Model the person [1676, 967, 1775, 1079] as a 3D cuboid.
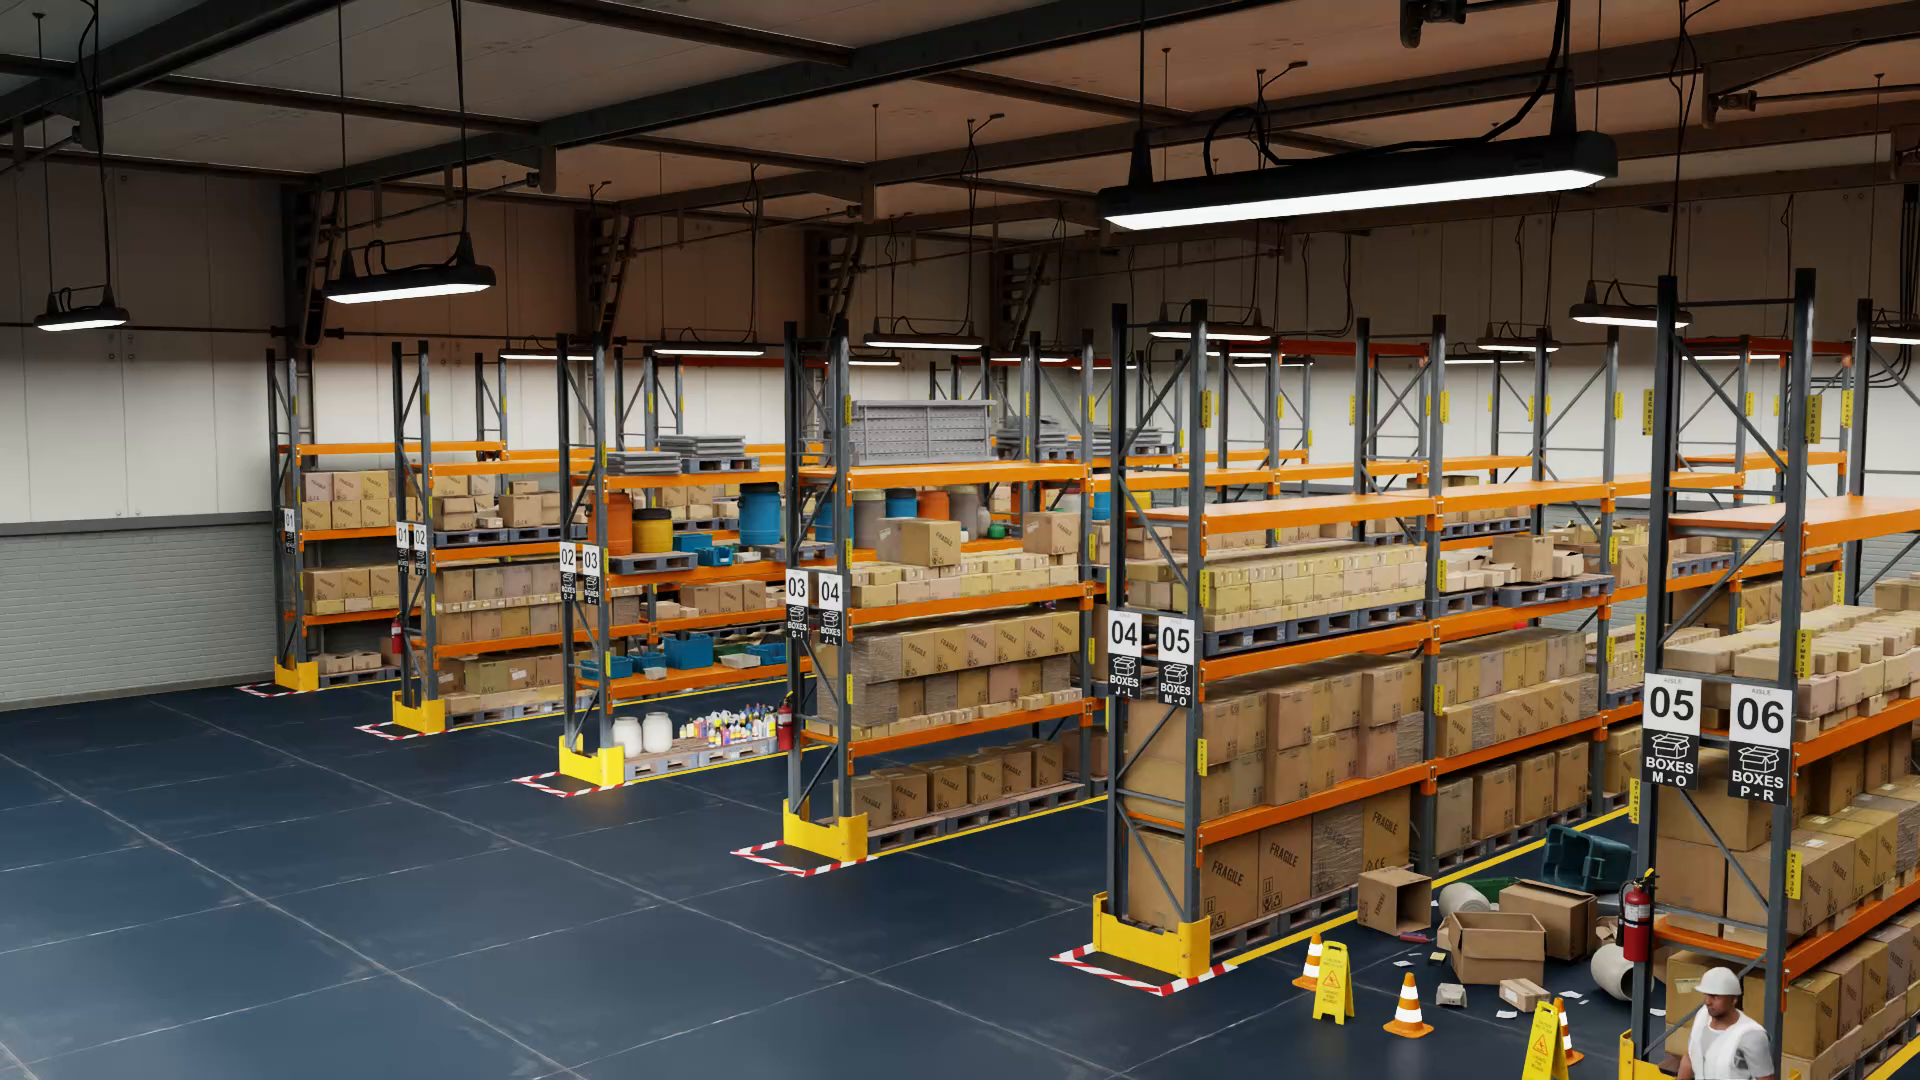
[{"bbox_3d":[4.503,3.409,9.953,1.034,1.728,0.577,-1,5,-8],"label":"person"}]
